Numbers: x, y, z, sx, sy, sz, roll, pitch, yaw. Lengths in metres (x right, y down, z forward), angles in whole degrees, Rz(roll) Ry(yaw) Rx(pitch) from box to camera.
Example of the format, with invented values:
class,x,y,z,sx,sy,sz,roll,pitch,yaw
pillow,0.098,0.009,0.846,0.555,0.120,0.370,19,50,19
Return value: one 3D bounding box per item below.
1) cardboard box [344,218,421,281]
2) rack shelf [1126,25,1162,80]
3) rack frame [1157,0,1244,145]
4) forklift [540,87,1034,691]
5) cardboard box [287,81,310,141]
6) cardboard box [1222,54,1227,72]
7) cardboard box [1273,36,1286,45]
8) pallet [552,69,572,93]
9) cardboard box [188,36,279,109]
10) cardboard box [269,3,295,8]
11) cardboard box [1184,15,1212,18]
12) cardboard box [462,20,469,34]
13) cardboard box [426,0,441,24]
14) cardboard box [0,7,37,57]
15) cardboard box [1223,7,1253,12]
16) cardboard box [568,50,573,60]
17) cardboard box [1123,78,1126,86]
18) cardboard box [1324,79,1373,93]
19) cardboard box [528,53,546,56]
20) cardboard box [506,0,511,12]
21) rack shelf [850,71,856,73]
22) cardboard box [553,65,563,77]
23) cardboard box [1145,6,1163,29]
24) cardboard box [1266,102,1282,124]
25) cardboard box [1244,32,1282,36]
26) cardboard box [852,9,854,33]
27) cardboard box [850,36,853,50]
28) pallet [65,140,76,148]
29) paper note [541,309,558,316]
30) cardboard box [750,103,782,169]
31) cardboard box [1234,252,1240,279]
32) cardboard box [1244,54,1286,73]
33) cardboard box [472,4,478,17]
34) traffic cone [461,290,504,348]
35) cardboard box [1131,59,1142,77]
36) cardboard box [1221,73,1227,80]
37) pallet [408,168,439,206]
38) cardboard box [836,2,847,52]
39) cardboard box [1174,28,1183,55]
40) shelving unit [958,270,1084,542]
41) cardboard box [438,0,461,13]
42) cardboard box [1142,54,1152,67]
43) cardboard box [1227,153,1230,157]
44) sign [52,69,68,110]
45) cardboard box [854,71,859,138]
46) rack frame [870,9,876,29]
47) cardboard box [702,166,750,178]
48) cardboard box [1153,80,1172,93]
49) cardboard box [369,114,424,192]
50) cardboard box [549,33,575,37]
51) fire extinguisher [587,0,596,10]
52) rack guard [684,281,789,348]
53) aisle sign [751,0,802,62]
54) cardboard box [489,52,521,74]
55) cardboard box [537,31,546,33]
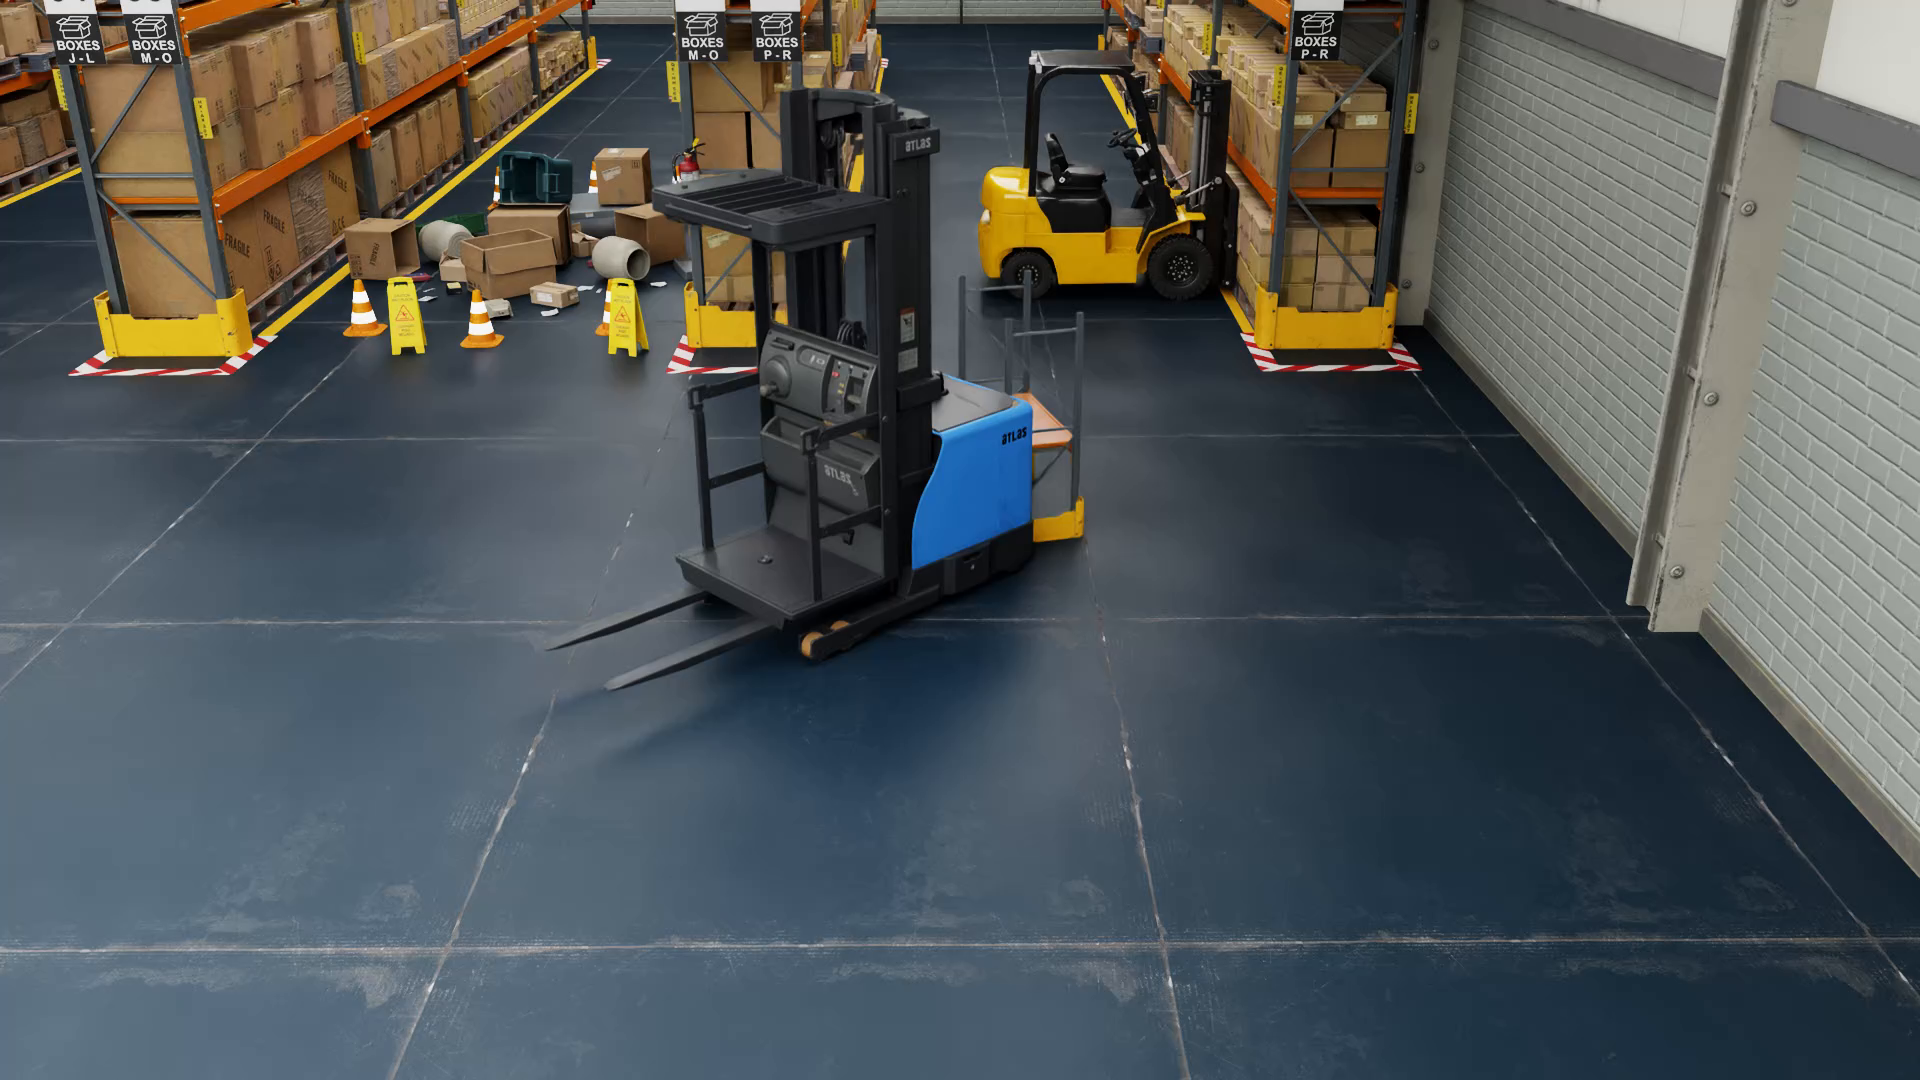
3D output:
class,x,y,z,sx,sy,sz,roll,pitch,yaw
cardboard box,-5.737,-2.890,16.529,0.500,0.500,0.500,4,25,9
rack shelf,3.066,-6.895,23.228,1.077,0.370,4.000,0,24,-1
rack frame,3.088,-6.398,21.257,1.000,3.000,0.127,0,24,-1
forklift,-0.949,-0.898,9.179,3.031,2.935,1.130,-22,32,-40
cardboard box,-6.848,-4.129,16.058,0.875,0.550,0.550,0,24,-1
cardboard box,2.876,-4.852,16.930,0.380,0.149,0.250,0,24,1
cardboard box,3.437,-5.097,17.109,0.380,0.149,0.250,0,24,0
pallet,-6.927,-7.469,27.008,1.003,0.211,1.213,0,24,-1
cardboard box,-6.670,-4.185,14.871,0.875,0.550,0.550,0,24,-1
cardboard box,-11.785,-8.586,28.164,0.875,0.875,0.875,0,24,-1
cardboard box,2.878,-6.180,19.866,0.380,0.149,0.250,0,24,0
cardboard box,-6.630,-6.683,21.683,0.380,0.149,0.250,1,24,2
cardboard box,-6.829,-6.627,20.427,0.700,0.500,0.500,0,24,-1
cardboard box,-11.633,-6.115,20.000,0.700,0.500,0.500,3,25,7
cardboard box,3.409,-6.499,20.571,0.380,0.149,0.250,0,24,1
cardboard box,-6.594,-7.991,27.368,0.380,0.149,0.250,0,24,0
cardboard box,2.745,-7.167,25.907,0.380,0.149,0.250,-1,24,-2
cardboard box,3.399,-3.935,14.540,0.380,0.149,0.250,0,24,0
cardboard box,-6.660,-7.483,25.883,0.380,0.149,0.250,-1,24,-1
cardboard box,-6.661,-7.663,23.849,0.380,0.149,0.250,0,24,-1
rack shelf,-1.854,-5.223,19.531,1.077,0.370,4.000,0,24,-1
cardboard box,-6.605,-7.537,26.725,0.380,0.149,0.250,-1,24,-2
cardboard box,2.753,-6.955,22.160,0.500,0.250,0.500,-1,24,-3
cardboard box,2.859,-3.690,14.360,0.380,0.149,0.250,0,24,0
cardboard box,3.366,-5.556,18.486,0.380,0.149,0.250,0,24,-1
cardboard box,-1.634,-6.744,21.596,0.500,0.250,0.500,0,24,-1
cardboard box,-1.514,-6.104,20.401,0.380,0.149,0.250,0,24,-1
pallet,-11.718,-5.385,22.400,1.003,0.211,1.213,0,24,-1
paper note,-3.789,-2.106,15.369,0.148,0.019,0.142,-9,26,-19
cardboard box,-1.516,-3.456,14.268,0.500,0.500,0.500,-1,24,-1
cardboard box,2.862,-2.644,15.783,0.500,0.250,0.500,0,24,0
cardboard box,2.932,-4.564,15.931,0.380,0.149,0.250,0,24,-1
cardboard box,-6.643,-7.049,22.130,0.380,0.149,0.250,0,24,0
traffic cone,-4.189,-1.949,14.497,0.336,0.463,0.334,0,24,-1
cardboard box,2.825,-6.899,24.887,0.500,0.500,0.500,1,24,2
cardboard box,2.898,-4.397,16.711,0.500,0.500,0.500,0,24,0
pallet,-6.880,-4.213,19.810,1.003,0.211,1.213,0,24,-1
cardboard box,-1.564,-5.915,19.197,0.500,0.500,0.500,-1,24,-3
cardboard box,2.841,-5.952,19.845,0.500,0.250,0.500,-1,24,-2
shelving unit,0.372,-0.888,10.894,0.587,1.500,1.083,-7,25,-15
cardboard box,-6.635,-6.852,21.333,0.380,0.149,0.250,0,24,0
cardboard box,2.877,-7.026,24.382,0.380,0.149,0.250,-1,24,-3
cardboard box,2.823,-3.944,17.443,0.500,0.250,0.500,-1,24,-1
sign,-7.279,-3.653,13.494,0.100,0.325,0.005,0,24,-1
cardboard box,-1.800,-5.883,22.186,0.875,0.875,0.875,0,24,-1
rack frame,-1.963,-9.671,28.493,1.000,3.000,0.127,0,24,-1
cardboard box,-2.006,-3.117,14.306,0.380,0.149,0.250,1,24,1
cardboard box,2.795,-6.061,22.248,0.380,0.149,0.250,-1,24,-3
cardboard box,-6.884,-4.482,19.240,1.050,0.750,0.750,0,24,-1
cardboard box,-6.707,-8.450,28.021,0.380,0.149,0.250,0,24,0
fire extinguisher,-6.452,-9.508,28.679,0.296,0.674,0.183,0,24,-1
rack guard,-1.789,-1.970,14.500,1.175,0.500,0.348,0,24,-1
aisle sign,-1.477,-4.238,13.327,0.394,0.787,0.004,0,24,-1
cardboard box,-6.614,-6.835,23.837,0.500,0.250,0.500,1,24,2
cardboard box,-7.245,-8.553,28.250,0.380,0.149,0.250,-1,24,-3
